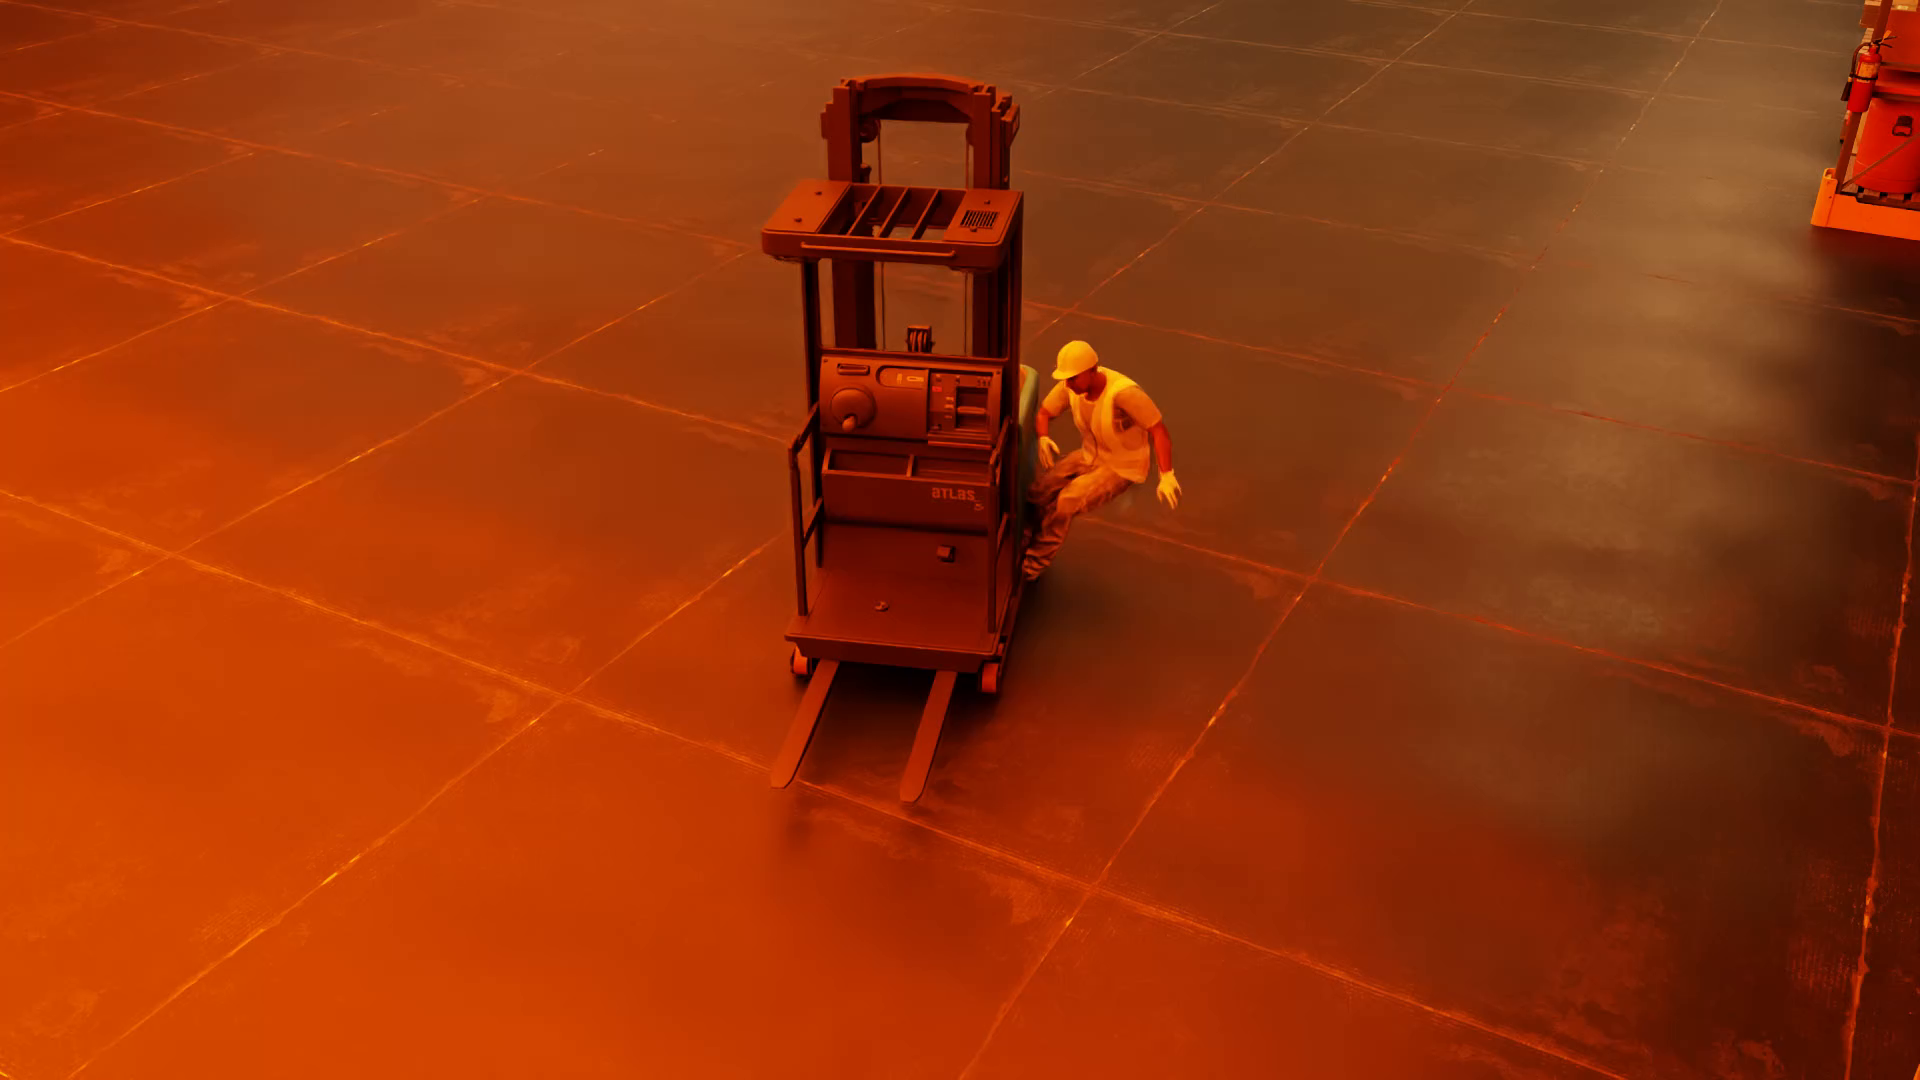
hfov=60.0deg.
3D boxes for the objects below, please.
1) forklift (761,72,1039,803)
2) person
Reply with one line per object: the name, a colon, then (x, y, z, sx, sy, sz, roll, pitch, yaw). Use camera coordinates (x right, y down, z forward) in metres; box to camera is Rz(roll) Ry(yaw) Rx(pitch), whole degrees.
forklift: (-0.283, -0.666, 8.225, 1.130, 2.935, 3.031, 5, 30, 8)
person: (0.646, -0.356, 9.212, 0.948, 1.521, 0.939, -20, 36, -31)
